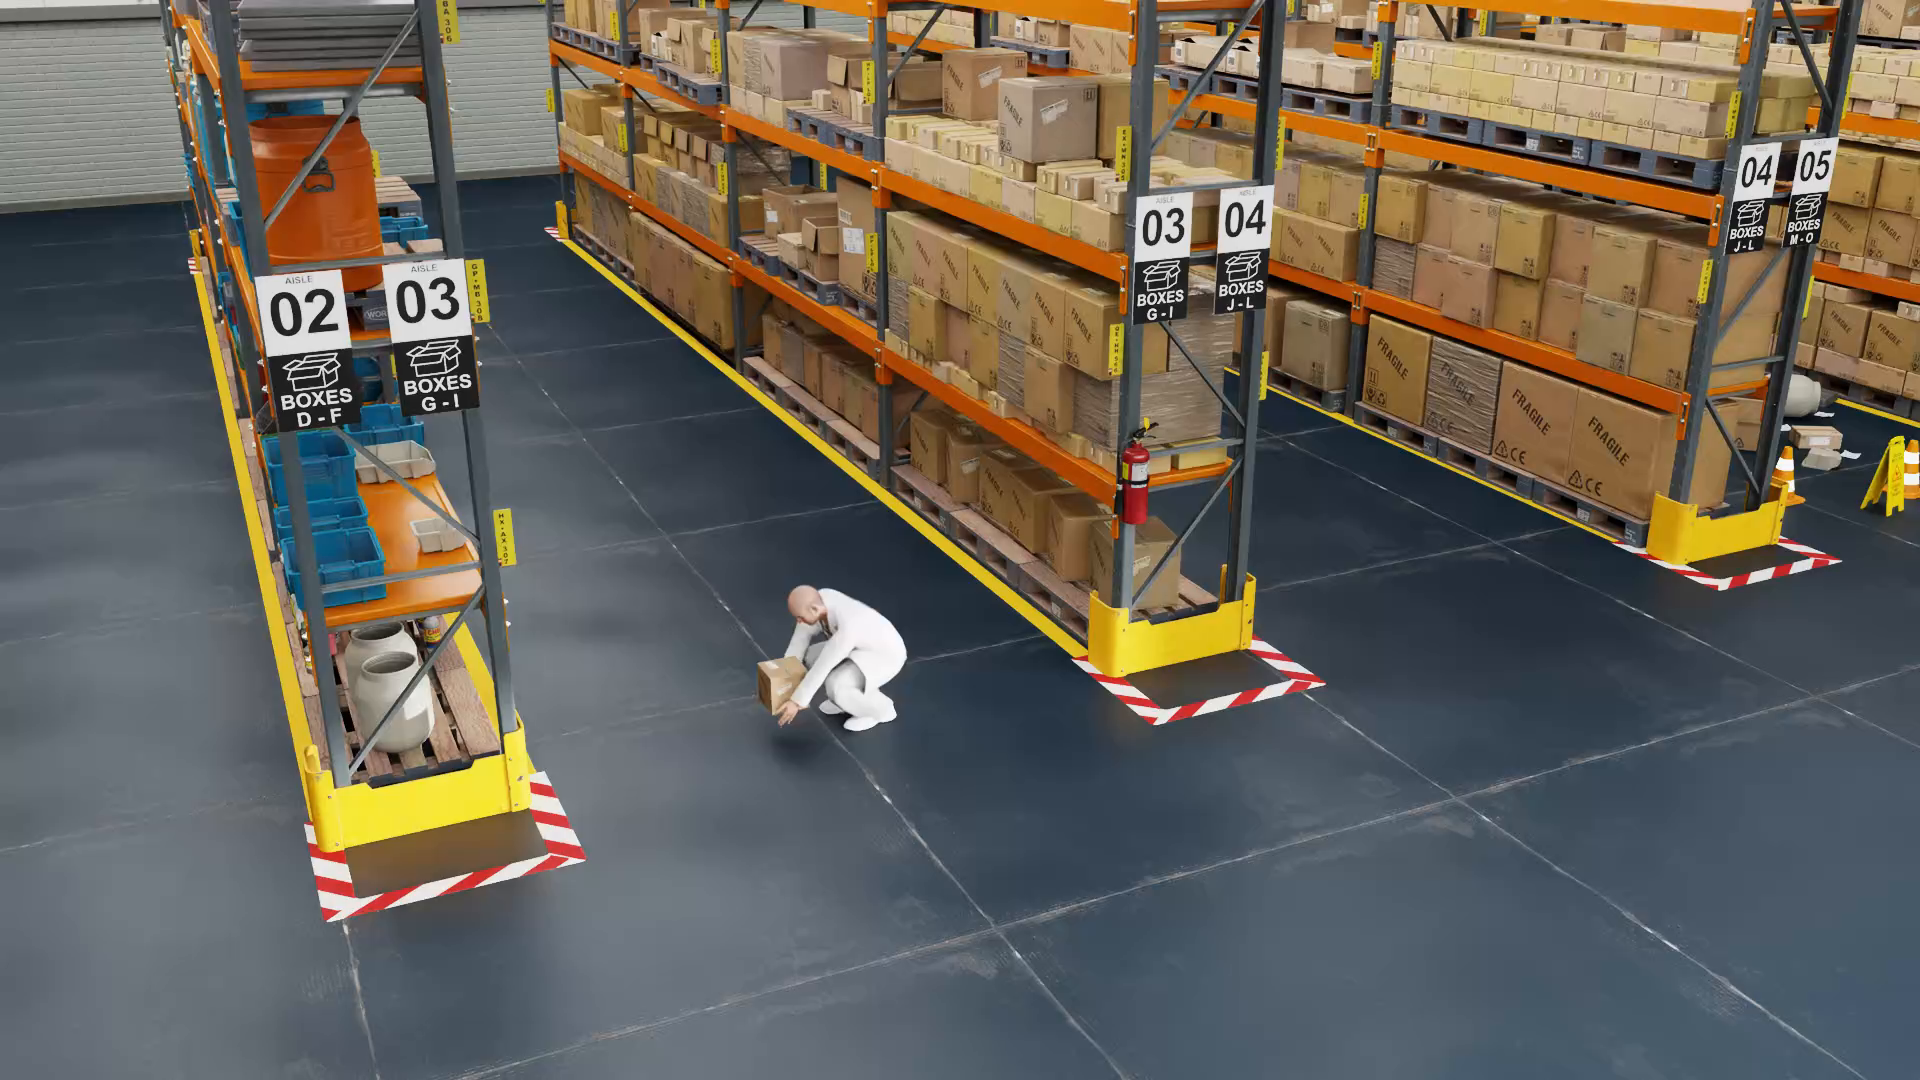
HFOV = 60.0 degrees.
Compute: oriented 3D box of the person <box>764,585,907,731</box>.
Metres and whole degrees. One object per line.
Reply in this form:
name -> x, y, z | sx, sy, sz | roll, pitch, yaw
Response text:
person -> -0.774, 0.688, 10.395 | 0.920, 1.002, 0.585 | -10, 24, -24
